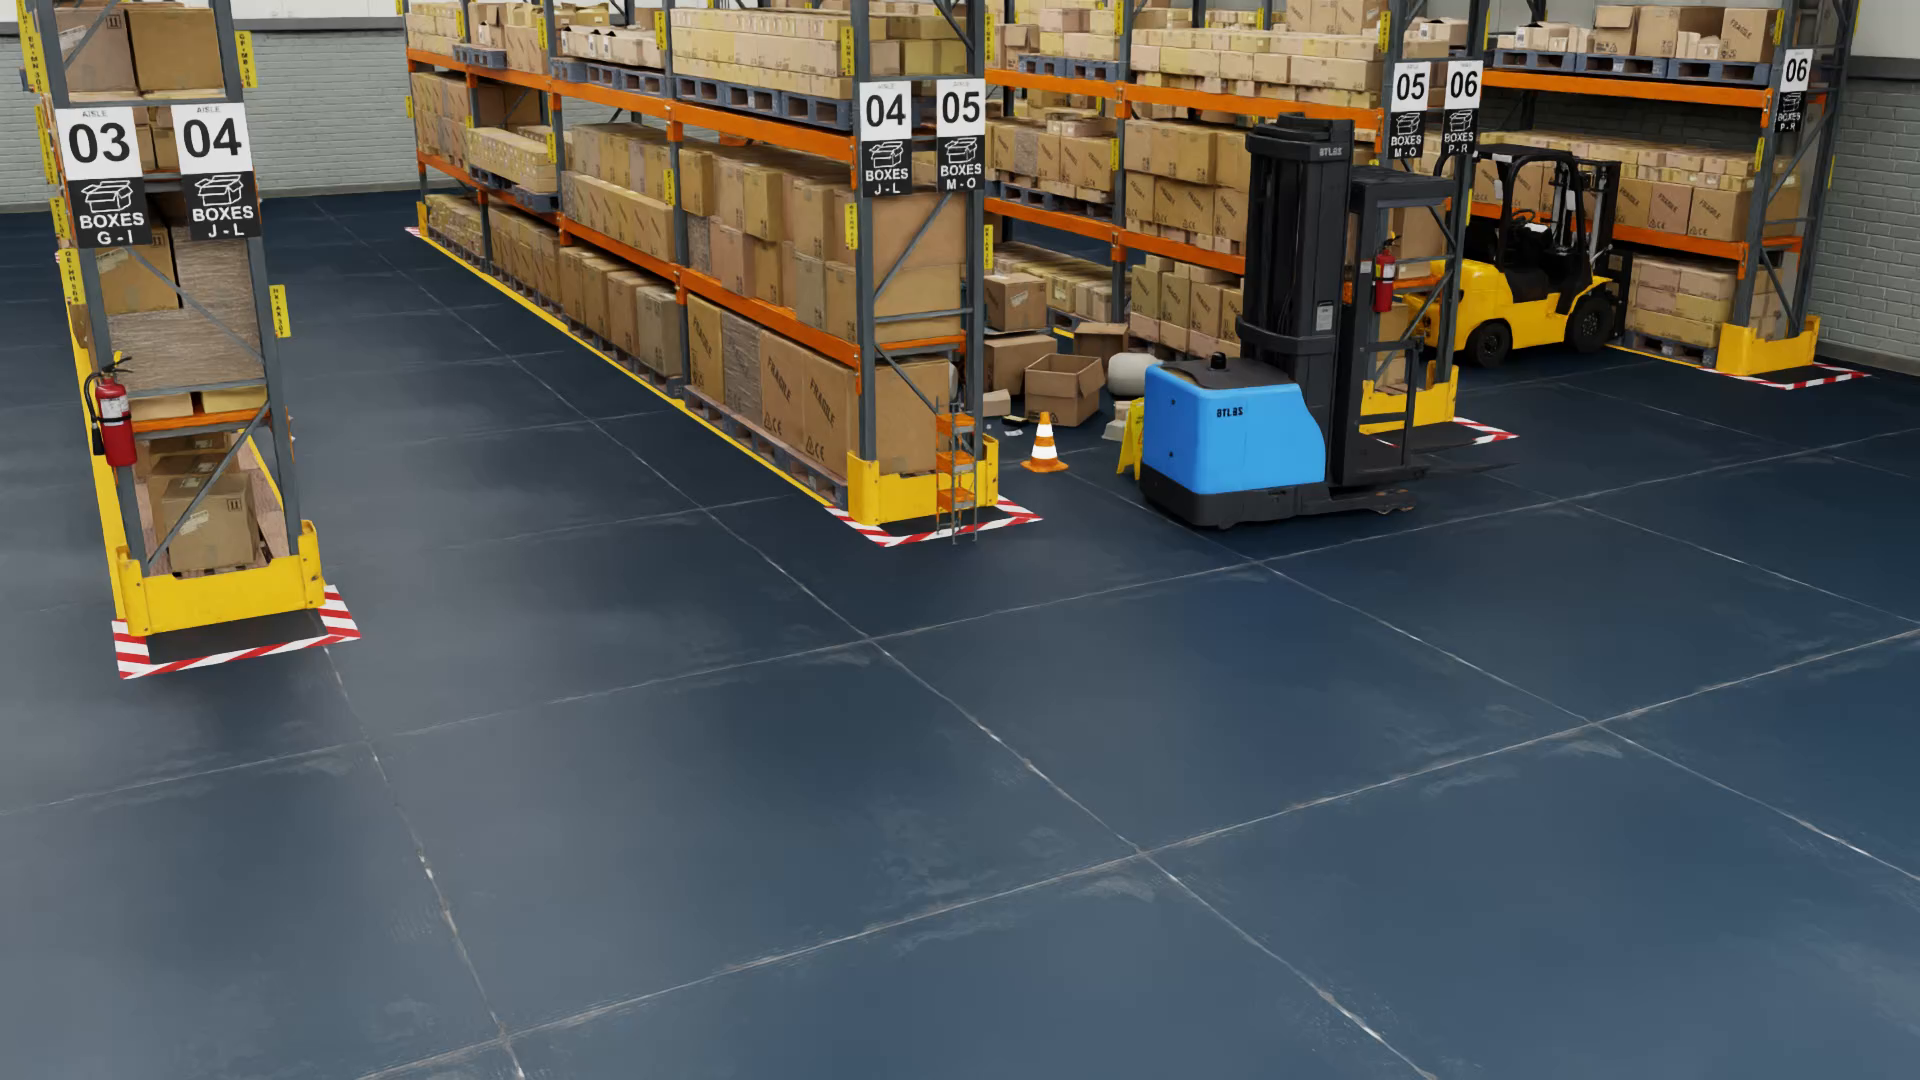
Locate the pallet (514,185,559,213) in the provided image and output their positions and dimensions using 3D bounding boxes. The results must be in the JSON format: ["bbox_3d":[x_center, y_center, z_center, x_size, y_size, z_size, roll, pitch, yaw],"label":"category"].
[{"bbox_3d":[-4.520,-4.058,19.587,1.213,0.211,1.003,-10,21,-27],"label":"pallet"}]

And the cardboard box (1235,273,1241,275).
[{"bbox_3d":[2.880,-2.587,17.452,0.500,0.500,0.500,-10,21,-26],"label":"cardboard box"}]

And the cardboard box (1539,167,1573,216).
[{"bbox_3d":[6.970,-3.965,18.871,0.500,0.500,0.500,-10,22,-27],"label":"cardboard box"}]

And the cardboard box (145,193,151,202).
[{"bbox_3d":[-5.889,-2.136,11.581,0.500,0.500,0.500,-10,21,-27],"label":"cardboard box"}]

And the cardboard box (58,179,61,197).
[{"bbox_3d":[-9.435,-3.664,17.999,0.500,0.500,0.500,-11,22,-28],"label":"cardboard box"}]

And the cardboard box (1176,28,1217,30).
[{"bbox_3d":[2.462,-5.227,17.245,0.380,0.149,0.250,-9,21,-26],"label":"cardboard box"}]

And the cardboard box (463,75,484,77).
[{"bbox_3d":[-6.955,-6.531,24.319,0.500,0.500,0.500,-9,21,-24],"label":"cardboard box"}]

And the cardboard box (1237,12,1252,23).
[{"bbox_3d":[4.131,-7.347,23.389,0.380,0.149,0.250,-11,22,-28],"label":"cardboard box"}]

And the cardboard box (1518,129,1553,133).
[{"bbox_3d":[6.904,-4.828,19.919,0.380,0.149,0.250,-10,21,-27],"label":"cardboard box"}]

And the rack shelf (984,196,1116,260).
[{"bbox_3d":[1.170,-3.842,19.770,1.077,0.370,4.000,-10,21,-27],"label":"rack shelf"}]

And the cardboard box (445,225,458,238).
[{"bbox_3d":[-7.328,-4.541,24.421,0.380,0.149,0.250,-11,22,-29],"label":"cardboard box"}]

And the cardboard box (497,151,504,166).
[{"bbox_3d":[-5.461,-4.696,20.428,0.380,0.149,0.250,-10,22,-28],"label":"cardboard box"}]

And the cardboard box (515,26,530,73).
[{"bbox_3d":[-4.832,-5.692,19.276,0.500,0.500,0.500,-10,21,-27],"label":"cardboard box"}]

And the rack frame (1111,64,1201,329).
[{"bbox_3d":[2.120,-3.608,17.989,1.000,3.000,0.127,-10,21,-27],"label":"rack frame"}]

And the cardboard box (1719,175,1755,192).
[{"bbox_3d":[7.974,-3.640,16.933,0.380,0.149,0.250,-10,21,-26],"label":"cardboard box"}]

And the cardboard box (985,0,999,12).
[{"bbox_3d":[0.778,-9.380,29.126,0.500,0.250,0.500,-10,22,-27],"label":"cardboard box"}]

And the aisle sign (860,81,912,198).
[{"bbox_3d":[-0.520,-2.826,11.737,0.394,0.787,0.004,-10,21,-27],"label":"aisle sign"}]

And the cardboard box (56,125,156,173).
[{"bbox_3d":[-5.155,-2.371,10.035,0.500,0.250,0.500,-9,21,-25],"label":"cardboard box"}]

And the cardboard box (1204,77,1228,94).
[{"bbox_3d":[2.587,-4.396,16.059,0.380,0.149,0.250,-10,22,-28],"label":"cardboard box"}]

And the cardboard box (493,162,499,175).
[{"bbox_3d":[-5.581,-4.630,20.692,0.380,0.149,0.250,-10,22,-28],"label":"cardboard box"}]

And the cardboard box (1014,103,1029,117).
[{"bbox_3d":[1.249,-7.431,28.841,0.500,0.250,0.500,-10,22,-28],"label":"cardboard box"}]

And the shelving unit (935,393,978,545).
[{"bbox_3d":[-0.025,-0.512,12.004,0.215,1.050,0.252,-10,21,-27],"label":"shelving unit"}]

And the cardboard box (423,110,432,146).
[{"bbox_3d":[-7.640,-6.124,24.670,0.500,0.500,0.500,-10,21,-27],"label":"cardboard box"}]

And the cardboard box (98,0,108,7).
[{"bbox_3d":[-11.200,-6.623,21.177,0.700,0.500,0.500,-9,21,-24],"label":"cardboard box"}]

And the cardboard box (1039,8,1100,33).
[{"bbox_3d":[1.228,-5.826,18.638,0.500,0.250,0.500,-10,21,-26],"label":"cardboard box"}]

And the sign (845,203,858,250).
[{"bbox_3d":[-0.773,-2.243,11.895,0.100,0.325,0.005,-10,21,-27],"label":"sign"}]

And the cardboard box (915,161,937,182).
[{"bbox_3d":[-0.248,-4.790,21.645,0.500,0.250,0.500,-11,22,-29],"label":"cardboard box"}]

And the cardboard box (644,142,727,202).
[{"bbox_3d":[-2.676,-3.621,16.341,0.700,0.500,0.500,-10,22,-28],"label":"cardboard box"}]

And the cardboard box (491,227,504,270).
[{"bbox_3d":[-5.870,-3.872,21.944,0.500,0.500,0.500,-9,21,-25],"label":"cardboard box"}]

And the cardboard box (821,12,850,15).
[{"bbox_3d":[-0.892,-4.169,13.383,0.380,0.149,0.250,-10,21,-26],"label":"cardboard box"}]

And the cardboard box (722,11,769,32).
[{"bbox_3d":[-1.710,-4.212,13.506,0.380,0.149,0.250,-10,21,-27],"label":"cardboard box"}]

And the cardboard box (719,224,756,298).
[{"bbox_3d":[-1.569,-2.451,14.407,0.875,0.550,0.550,-10,21,-27],"label":"cardboard box"}]

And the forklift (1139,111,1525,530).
[{"bbox_3d":[2.978,-1.739,12.677,3.031,2.935,1.130,-7,20,-19],"label":"forklift"}]

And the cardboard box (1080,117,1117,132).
[{"bbox_3d":[1.601,-4.787,19.157,0.380,0.149,0.250,-9,21,-24],"label":"cardboard box"}]

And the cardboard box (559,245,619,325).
[{"bbox_3d":[-3.878,-2.907,18.762,1.050,0.750,0.750,-10,22,-27],"label":"cardboard box"}]

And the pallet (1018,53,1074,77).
[{"bbox_3d":[1.425,-5.428,18.953,1.213,0.211,1.003,-10,21,-27],"label":"pallet"}]

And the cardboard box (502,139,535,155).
[{"bbox_3d":[-5.336,-4.763,20.164,0.380,0.149,0.250,-9,21,-24],"label":"cardboard box"}]

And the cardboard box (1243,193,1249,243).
[{"bbox_3d":[3.051,-3.049,15.760,0.500,0.500,0.500,-10,21,-27],"label":"cardboard box"}]

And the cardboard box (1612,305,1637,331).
[{"bbox_3d":[7.427,-2.503,18.360,0.500,0.250,0.500,-10,21,-26],"label":"cardboard box"}]

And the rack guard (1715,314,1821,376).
[{"bbox_3d":[8.397,-2.041,17.280,1.175,0.500,0.348,-10,21,-27],"label":"rack guard"}]

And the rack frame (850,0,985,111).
[{"bbox_3d":[-0.289,-4.500,11.376,1.000,3.000,0.127,-10,21,-27],"label":"rack frame"}]

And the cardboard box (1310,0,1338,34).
[{"bbox_3d":[5.044,-6.862,21.870,0.700,0.500,0.500,-10,22,-28],"label":"cardboard box"}]

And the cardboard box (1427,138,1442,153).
[{"bbox_3d":[5.990,-4.867,20.489,0.380,0.149,0.250,-10,22,-27],"label":"cardboard box"}]

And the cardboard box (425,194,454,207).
[{"bbox_3d":[-7.937,-5.186,25.377,0.380,0.149,0.250,-11,22,-29],"label":"cardboard box"}]

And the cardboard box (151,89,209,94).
[{"bbox_3d":[-5.074,-2.877,10.892,0.380,0.149,0.250,-10,21,-27],"label":"cardboard box"}]

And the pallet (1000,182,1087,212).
[{"bbox_3d":[1.196,-4.104,19.719,1.003,0.211,1.213,-10,21,-27],"label":"pallet"}]

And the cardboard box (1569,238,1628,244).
[{"bbox_3d":[7.372,-3.348,19.273,0.500,0.250,0.500,-10,21,-26],"label":"cardboard box"}]

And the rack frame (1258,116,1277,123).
[{"bbox_3d":[4.587,-5.526,23.548,1.000,3.000,0.127,-10,21,-27],"label":"rack frame"}]

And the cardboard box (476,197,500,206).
[{"bbox_3d":[-7.042,-5.057,25.001,0.380,0.149,0.250,-11,22,-29],"label":"cardboard box"}]

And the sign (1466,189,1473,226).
[{"bbox_3d":[4.496,-2.953,14.764,0.100,0.325,0.005,-10,21,-27],"label":"sign"}]

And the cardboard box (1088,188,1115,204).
[{"bbox_3d":[1.632,-3.793,18.265,0.380,0.149,0.250,-10,21,-26],"label":"cardboard box"}]

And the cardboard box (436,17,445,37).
[{"bbox_3d":[-6.919,-7.085,22.931,0.500,0.250,0.500,-9,21,-24],"label":"cardboard box"}]

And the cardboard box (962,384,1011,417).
[{"bbox_3d":[0.248,-1.312,15.525,0.396,0.266,0.258,-6,20,-17],"label":"cardboard box"}]

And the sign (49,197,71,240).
[{"bbox_3d":[-7.089,-2.533,13.099,0.100,0.325,0.005,-10,21,-27],"label":"sign"}]

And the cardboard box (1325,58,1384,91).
[{"bbox_3d":[3.539,-4.053,14.452,0.500,0.250,0.500,-10,22,-27],"label":"cardboard box"}]
